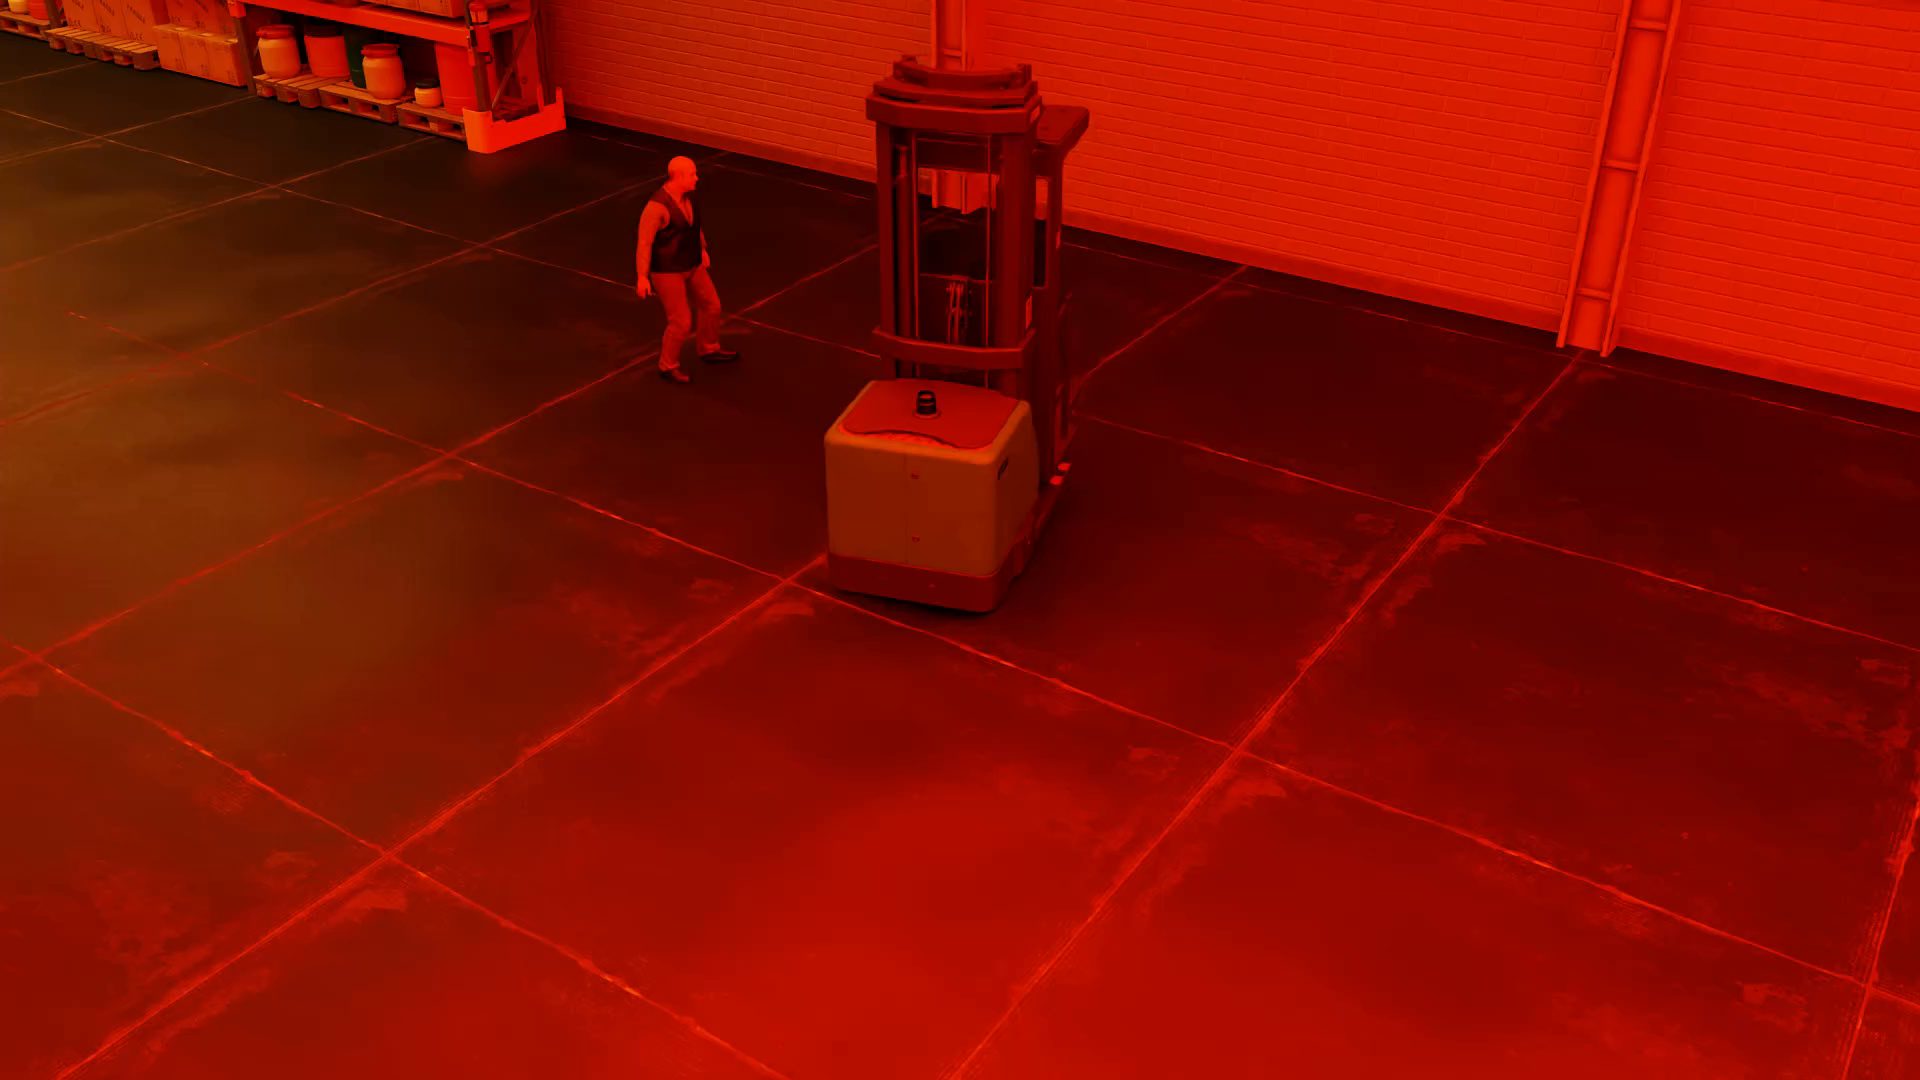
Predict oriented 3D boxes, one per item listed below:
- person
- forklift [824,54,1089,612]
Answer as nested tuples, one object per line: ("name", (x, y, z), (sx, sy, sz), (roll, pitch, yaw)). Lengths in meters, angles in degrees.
("person", (-2.062, -2.017, 12.295), (0.386, 1.693, 0.840), (14, 33, 23))
("forklift", (0.134, -1.576, 10.294), (1.130, 2.935, 3.031), (9, 31, 15))
